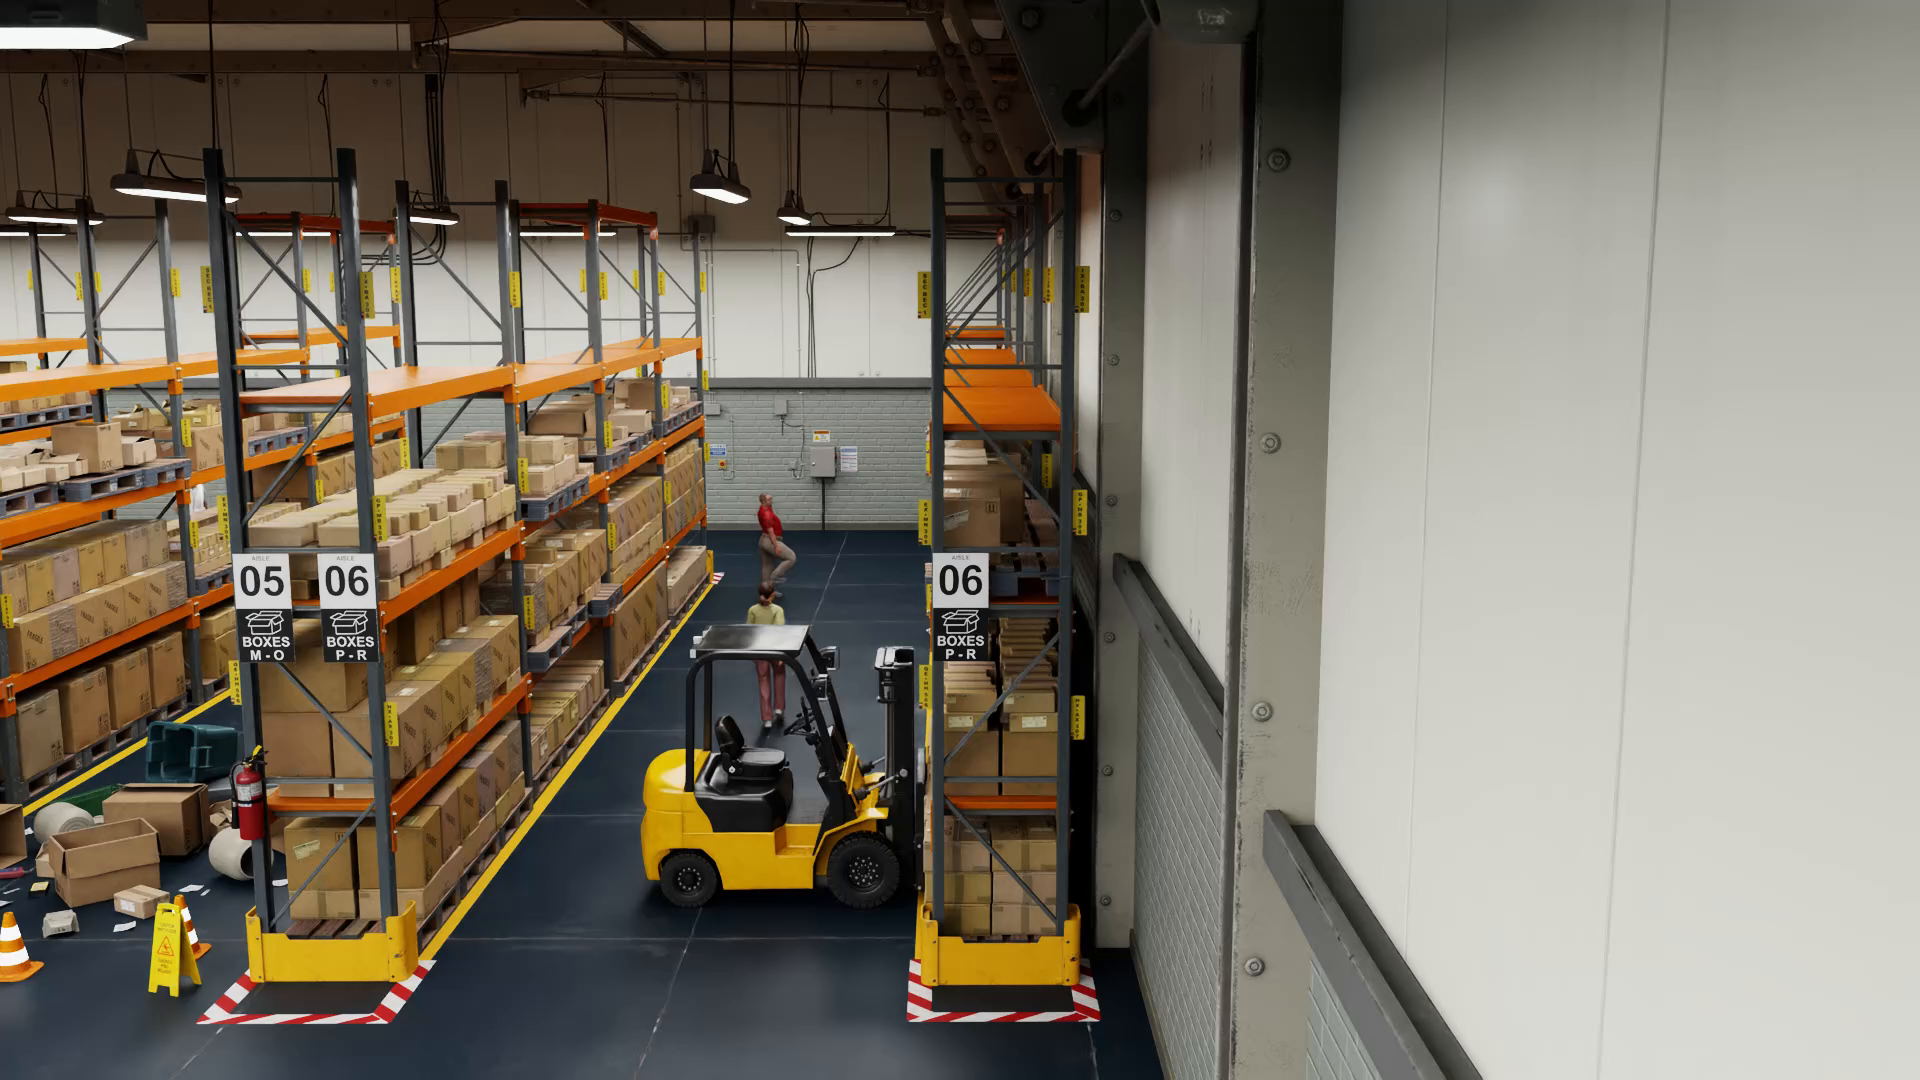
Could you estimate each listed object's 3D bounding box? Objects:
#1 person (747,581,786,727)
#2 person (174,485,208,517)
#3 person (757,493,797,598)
[{"bbox_3d":[-2.217,1.300,19.083,0.435,1.693,0.676,-1,9,-6],"label":"person"},{"bbox_3d":[-13.551,-0.373,29.329,0.531,1.748,1.033,-3,10,-20],"label":"person"},{"bbox_3d":[-2.919,0.094,26.433,0.531,1.708,0.596,-3,10,-20],"label":"person"}]
